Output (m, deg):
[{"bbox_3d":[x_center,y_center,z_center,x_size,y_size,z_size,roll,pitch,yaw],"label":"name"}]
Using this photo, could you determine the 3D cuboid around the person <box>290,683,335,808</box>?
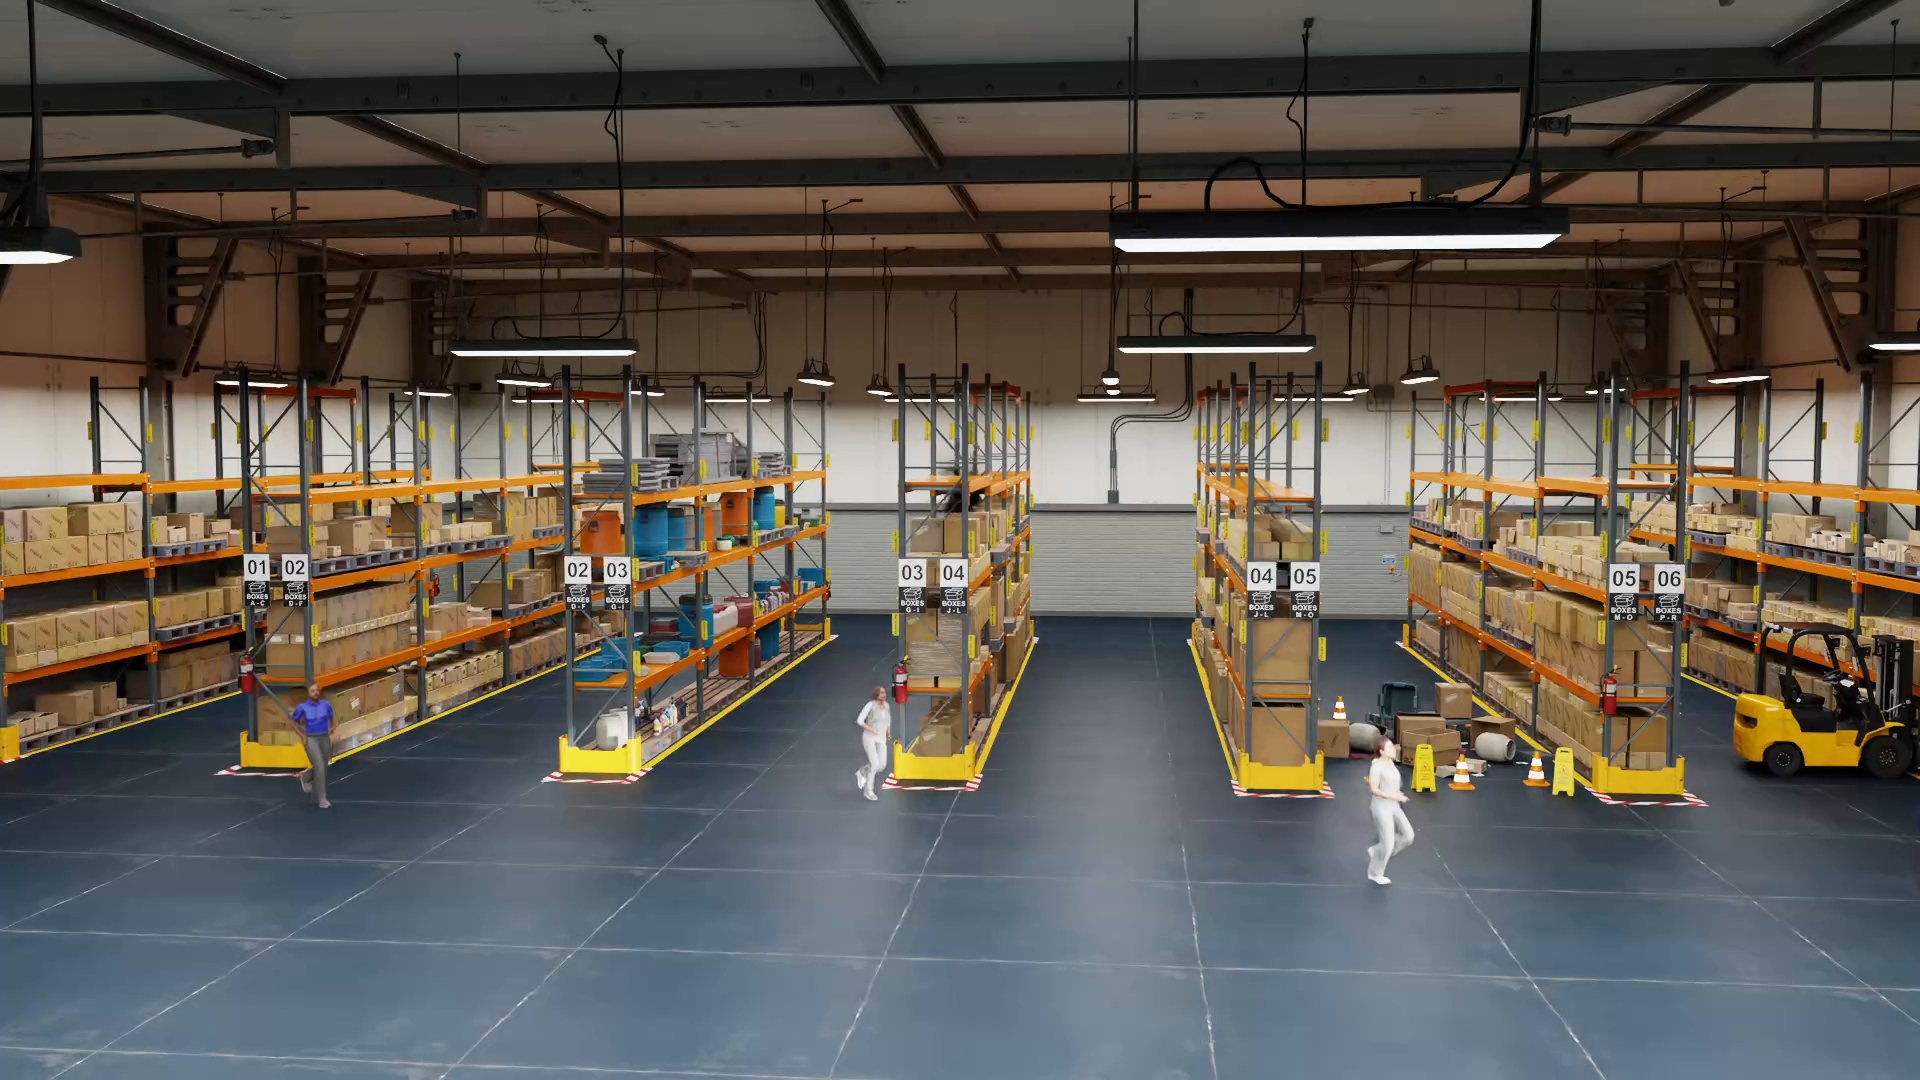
[{"bbox_3d":[-8.719,2.750,22.494,0.764,1.657,0.574,3,5,43],"label":"person"}]

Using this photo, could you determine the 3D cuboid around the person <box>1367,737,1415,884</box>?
[{"bbox_3d":[4.751,2.998,18.425,0.542,1.640,0.612,3,5,41],"label":"person"}]

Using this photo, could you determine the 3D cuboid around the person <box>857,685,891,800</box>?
[{"bbox_3d":[-1.180,2.774,22.940,0.560,1.551,0.594,-3,5,-38],"label":"person"}]
